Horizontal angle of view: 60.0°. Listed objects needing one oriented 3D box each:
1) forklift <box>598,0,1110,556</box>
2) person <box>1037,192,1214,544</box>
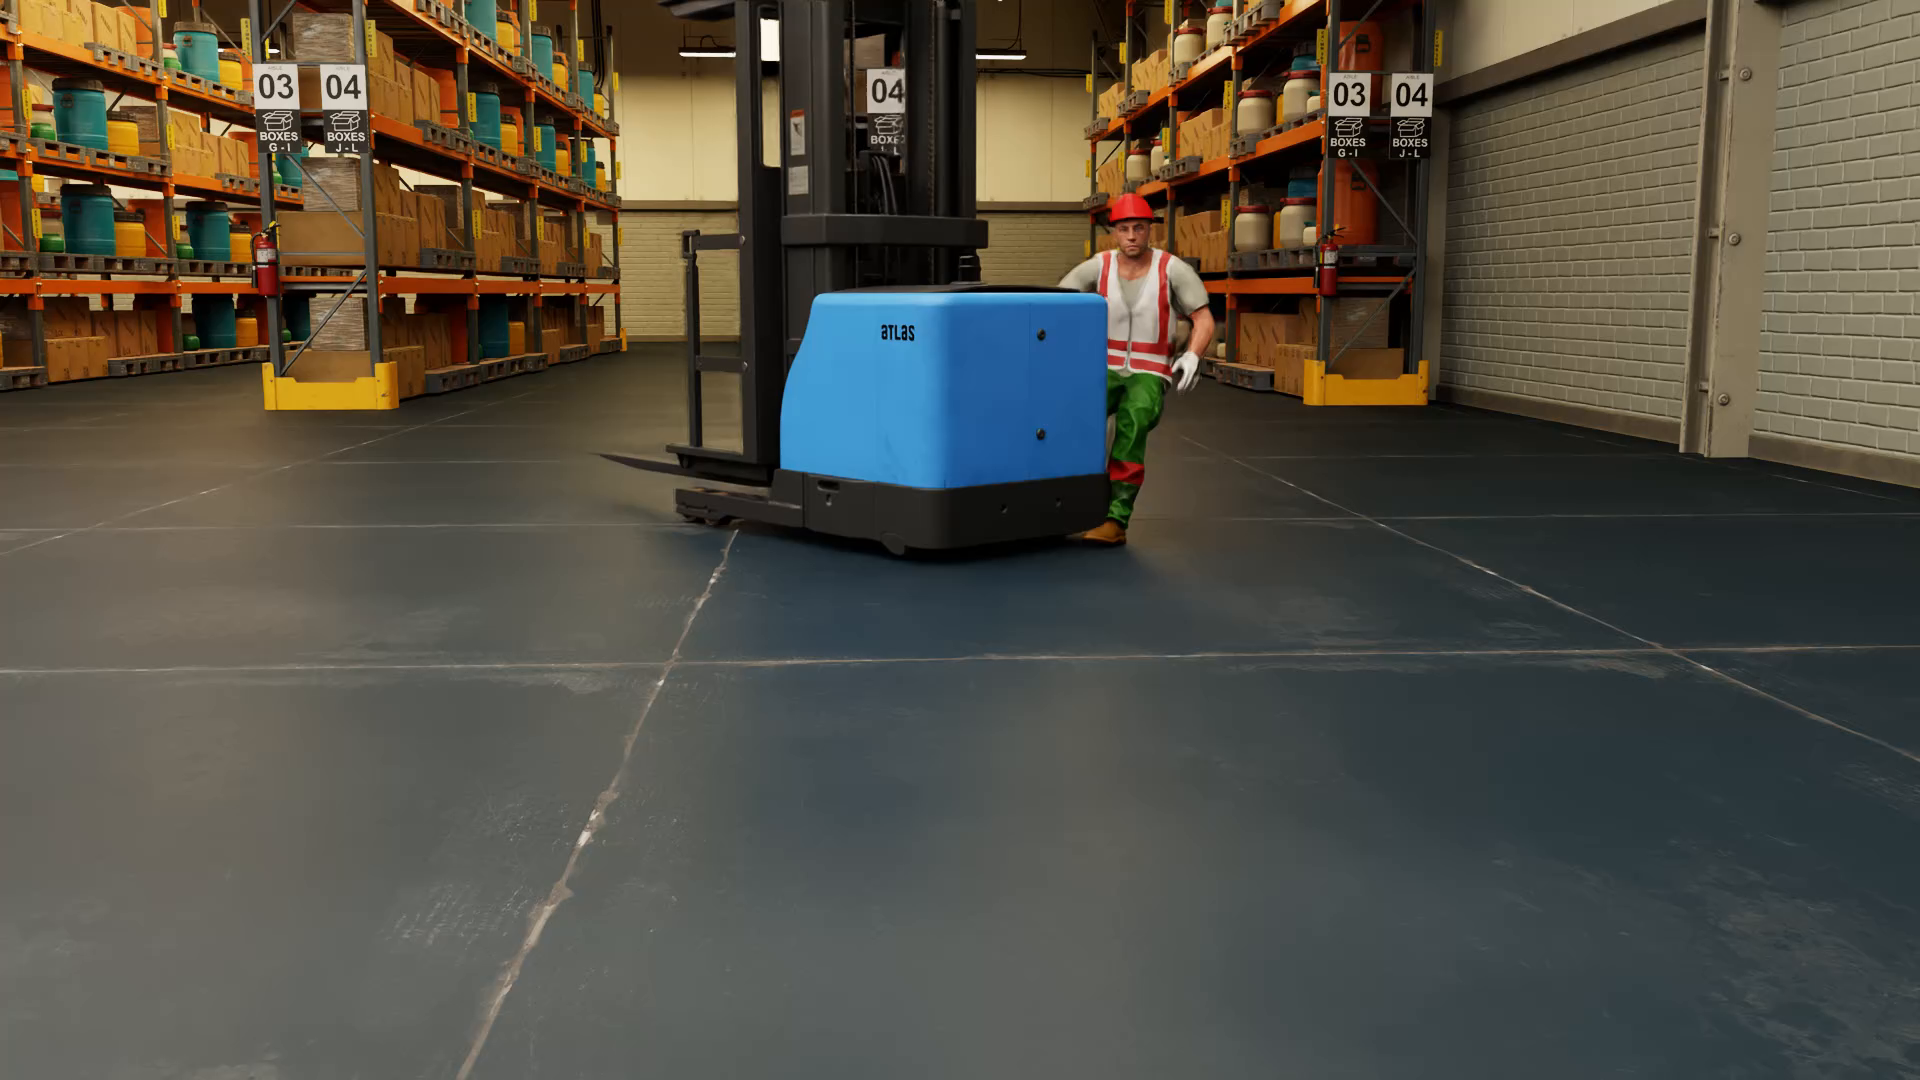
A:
[{"bbox_3d":[-0.696,-1.554,7.794,1.130,2.935,3.031,-7,11,-40],"label":"forklift"},{"bbox_3d":[0.722,-0.745,7.338,0.787,1.566,0.898,1,9,8],"label":"person"}]
